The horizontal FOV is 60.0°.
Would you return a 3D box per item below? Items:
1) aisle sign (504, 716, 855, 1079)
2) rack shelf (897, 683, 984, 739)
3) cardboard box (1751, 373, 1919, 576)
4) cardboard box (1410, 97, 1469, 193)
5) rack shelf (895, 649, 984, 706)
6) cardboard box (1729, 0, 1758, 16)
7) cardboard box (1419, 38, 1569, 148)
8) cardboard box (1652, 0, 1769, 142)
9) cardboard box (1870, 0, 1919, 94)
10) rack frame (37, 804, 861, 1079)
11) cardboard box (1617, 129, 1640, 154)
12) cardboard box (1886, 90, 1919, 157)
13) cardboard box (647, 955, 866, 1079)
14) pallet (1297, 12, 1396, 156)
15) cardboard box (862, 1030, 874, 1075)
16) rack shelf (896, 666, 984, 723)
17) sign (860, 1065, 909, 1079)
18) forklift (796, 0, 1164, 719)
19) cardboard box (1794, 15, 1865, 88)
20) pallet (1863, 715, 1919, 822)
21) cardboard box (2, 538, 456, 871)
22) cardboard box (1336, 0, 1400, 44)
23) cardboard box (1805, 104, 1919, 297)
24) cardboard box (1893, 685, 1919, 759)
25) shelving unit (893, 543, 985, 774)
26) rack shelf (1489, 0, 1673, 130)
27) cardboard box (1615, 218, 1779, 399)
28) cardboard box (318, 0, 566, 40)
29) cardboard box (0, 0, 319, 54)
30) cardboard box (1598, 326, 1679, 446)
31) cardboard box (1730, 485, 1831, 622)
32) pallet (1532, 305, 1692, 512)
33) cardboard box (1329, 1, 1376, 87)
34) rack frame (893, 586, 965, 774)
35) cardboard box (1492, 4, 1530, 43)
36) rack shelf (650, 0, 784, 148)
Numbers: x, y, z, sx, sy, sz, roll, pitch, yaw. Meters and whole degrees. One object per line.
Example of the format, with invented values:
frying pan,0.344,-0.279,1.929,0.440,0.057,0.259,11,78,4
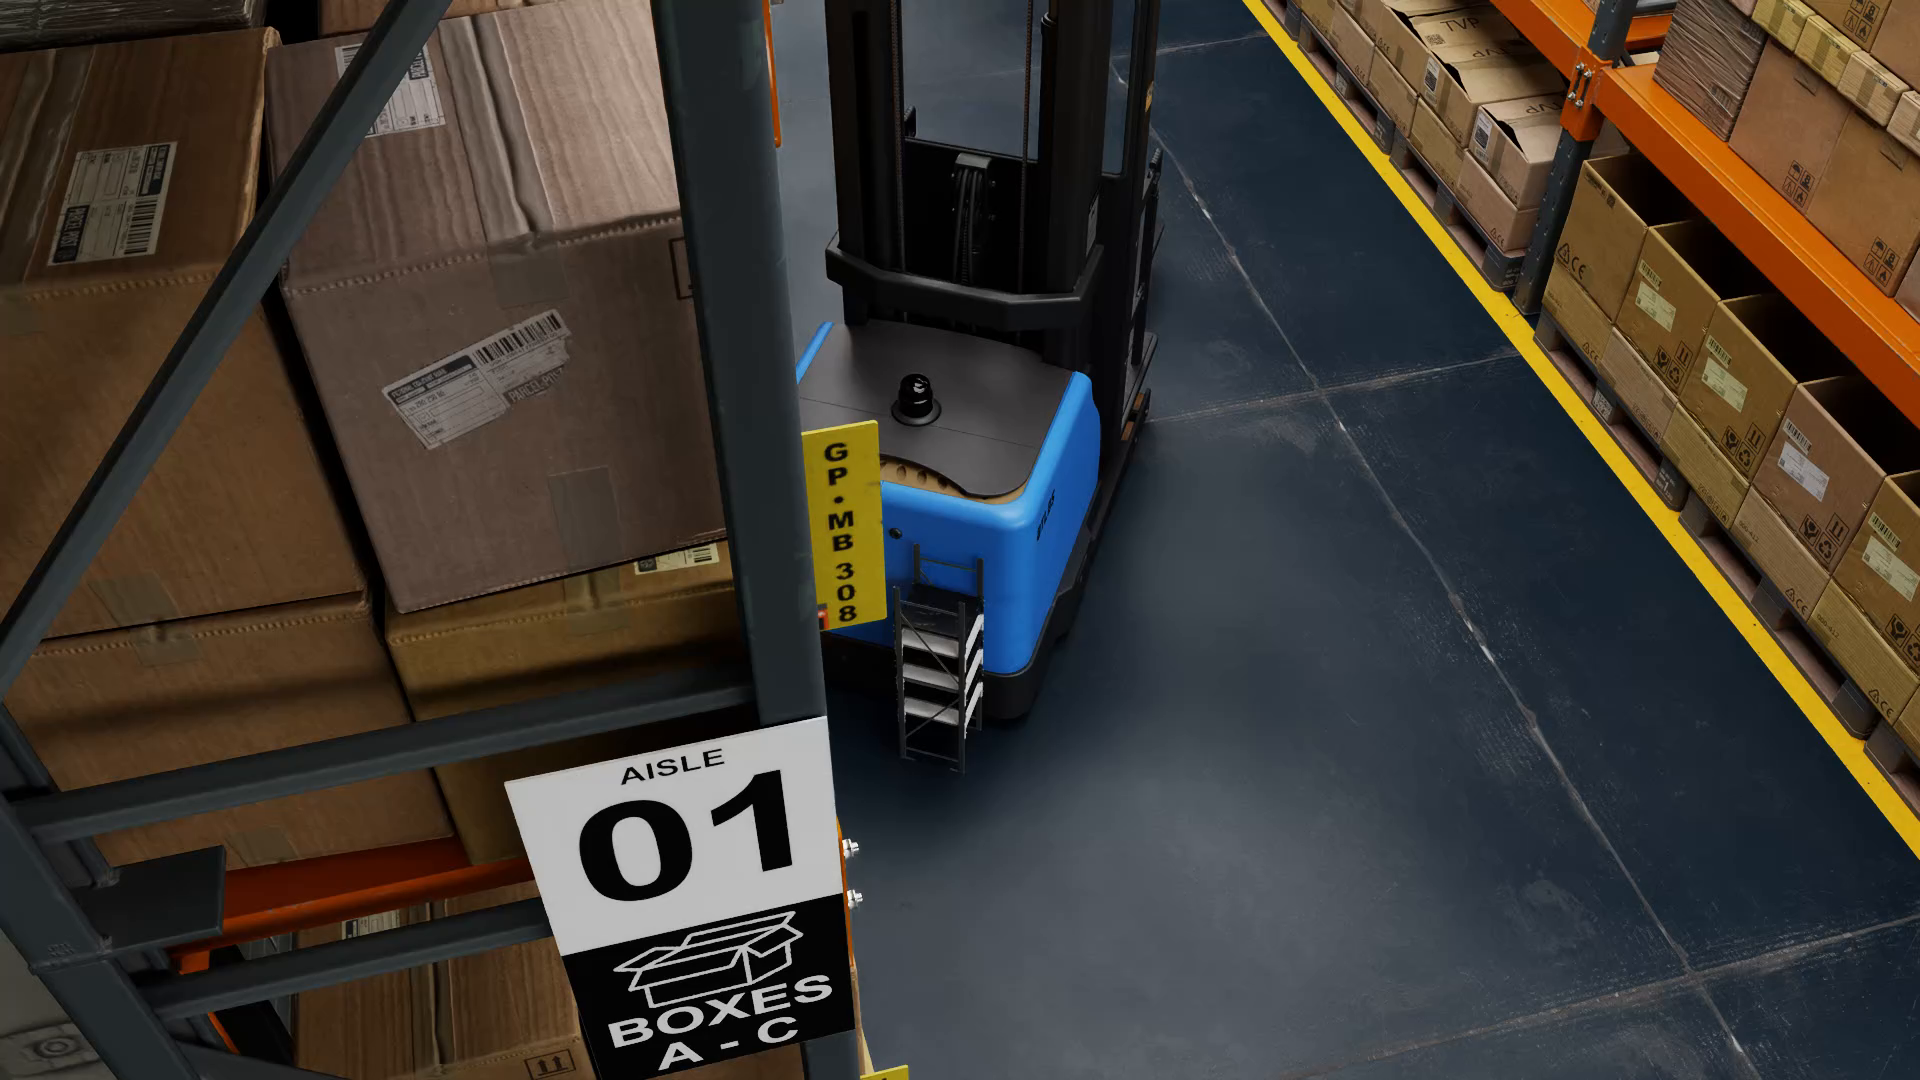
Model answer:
aisle sign,-0.356,0.531,2.309,0.394,0.787,0.004,-11,47,-10
rack shelf,-0.068,0.571,5.859,0.258,0.077,0.200,13,47,12
cardboard box,3.302,-0.258,6.009,0.500,0.500,0.500,-11,47,-10
cardboard box,2.585,-1.991,8.232,0.500,0.250,0.500,-11,47,-11
rack shelf,-0.068,0.445,5.730,0.258,0.077,0.200,13,47,12
cardboard box,3.045,-2.092,6.175,0.380,0.149,0.250,-10,46,-10
cardboard box,2.579,-2.190,8.034,0.500,0.311,0.500,-10,46,-9
cardboard box,3.219,-1.953,6.494,0.700,0.500,0.500,-12,47,-11
cardboard box,3.477,-1.713,5.350,0.700,0.500,0.500,-11,47,-10
rack frame,-0.664,1.446,3.232,1.000,3.000,0.127,-11,47,-10
cardboard box,3.234,-1.935,7.785,0.500,0.311,0.500,-11,47,-10
cardboard box,3.315,-1.376,5.474,0.380,0.149,0.250,-12,47,-11
cardboard box,-0.496,0.845,3.388,0.500,0.500,0.500,-11,47,-10
pallet,2.557,-2.593,9.143,1.003,0.211,1.213,-11,47,-10
cardboard box,-0.482,1.097,3.666,0.500,0.250,0.500,-12,47,-11
rack shelf,-0.068,0.508,5.794,0.258,0.077,0.200,13,47,12
sign,-0.140,1.044,3.021,0.100,0.325,0.005,-11,47,-10
forklift,0.190,-1.451,6.120,1.130,2.935,3.031,13,47,12
cardboard box,3.182,-1.733,5.824,0.380,0.149,0.250,-11,47,-11
pallet,3.887,0.994,5.628,1.003,0.211,1.213,-11,47,-10
cardboard box,-1.016,0.113,2.355,0.500,0.500,0.500,-8,46,-7
cardboard box,2.329,-2.882,8.713,0.500,0.311,0.500,-11,47,-11
cardboard box,3.485,-1.243,5.798,0.700,0.500,0.500,-10,46,-10
cardboard box,3.561,0.694,5.601,0.500,0.250,0.500,-11,47,-10
shelving unit,-0.068,0.422,5.706,0.258,0.900,0.210,13,47,12
rack shelf,2.587,-3.353,8.439,1.077,0.370,4.000,-11,47,-10
cardboard box,3.051,-0.950,6.686,0.500,0.500,0.500,-11,47,-10
cardboard box,-0.608,-0.662,2.414,0.500,0.500,0.500,-11,47,-11
cardboard box,-1.178,-0.620,2.373,0.500,0.500,0.500,-8,46,-8
cardboard box,3.048,-0.687,6.954,0.500,0.250,0.500,-11,47,-10
cardboard box,3.305,0.004,6.277,0.500,0.250,0.500,-11,47,-10
pallet,3.263,-0.691,7.279,1.003,0.211,1.213,-11,47,-10
cardboard box,2.325,-2.696,8.923,0.500,0.250,0.500,-10,46,-10
rack frame,-0.099,0.491,5.638,0.240,0.900,0.006,13,47,12
cardboard box,2.978,-2.639,8.475,0.500,0.311,0.500,-12,47,-12
rack shelf,-1.176,-1.781,2.701,1.077,0.370,4.000,-11,47,-10
